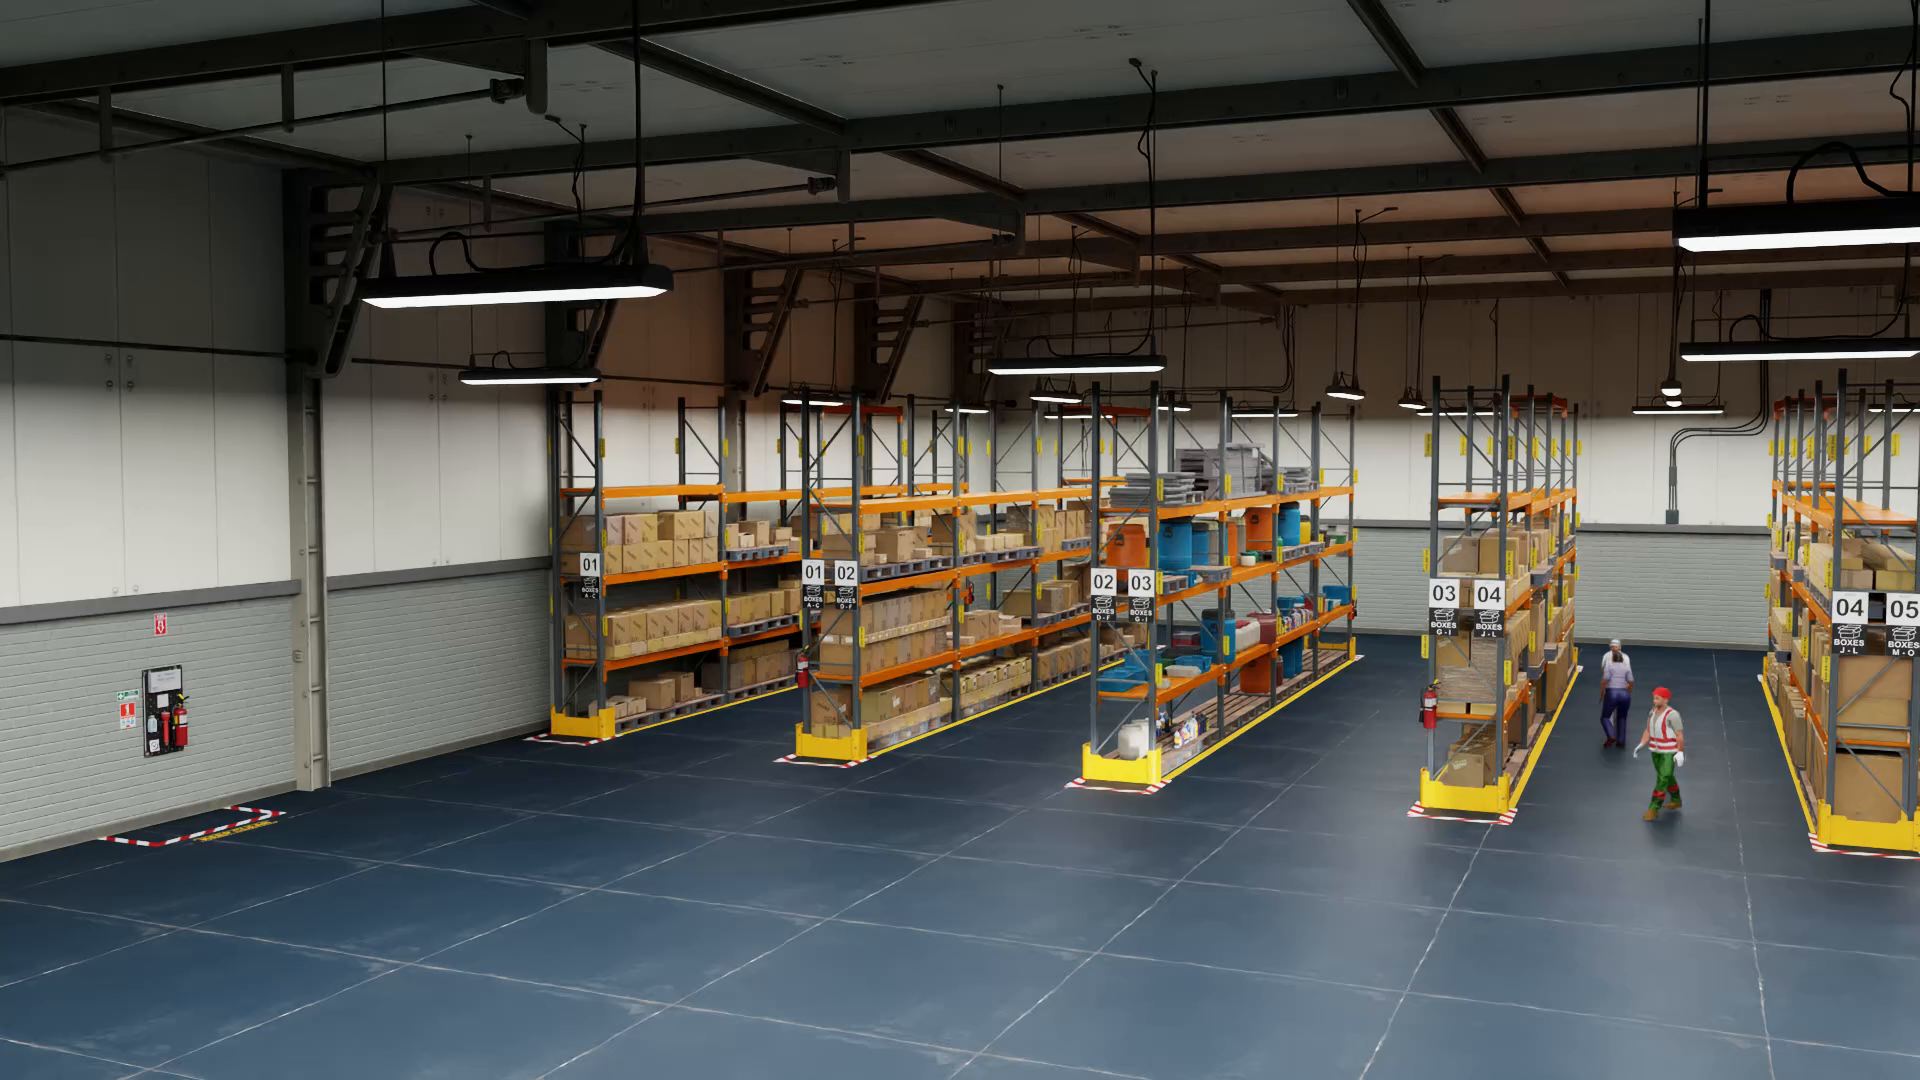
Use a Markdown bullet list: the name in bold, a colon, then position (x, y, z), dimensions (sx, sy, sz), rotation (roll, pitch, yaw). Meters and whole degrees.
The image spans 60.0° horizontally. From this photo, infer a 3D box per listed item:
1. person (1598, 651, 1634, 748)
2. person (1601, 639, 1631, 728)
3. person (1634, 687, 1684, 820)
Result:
- **person**: position (11.014, 2.673, 27.840), dimensions (0.549, 1.602, 0.586), rotation (0, 3, 6)
- **person**: position (11.626, 2.554, 29.472), dimensions (0.503, 1.604, 1.022), rotation (1, 3, 21)
- **person**: position (9.517, 2.858, 22.592), dimensions (1.051, 1.731, 0.642), rotation (-2, 4, -31)
